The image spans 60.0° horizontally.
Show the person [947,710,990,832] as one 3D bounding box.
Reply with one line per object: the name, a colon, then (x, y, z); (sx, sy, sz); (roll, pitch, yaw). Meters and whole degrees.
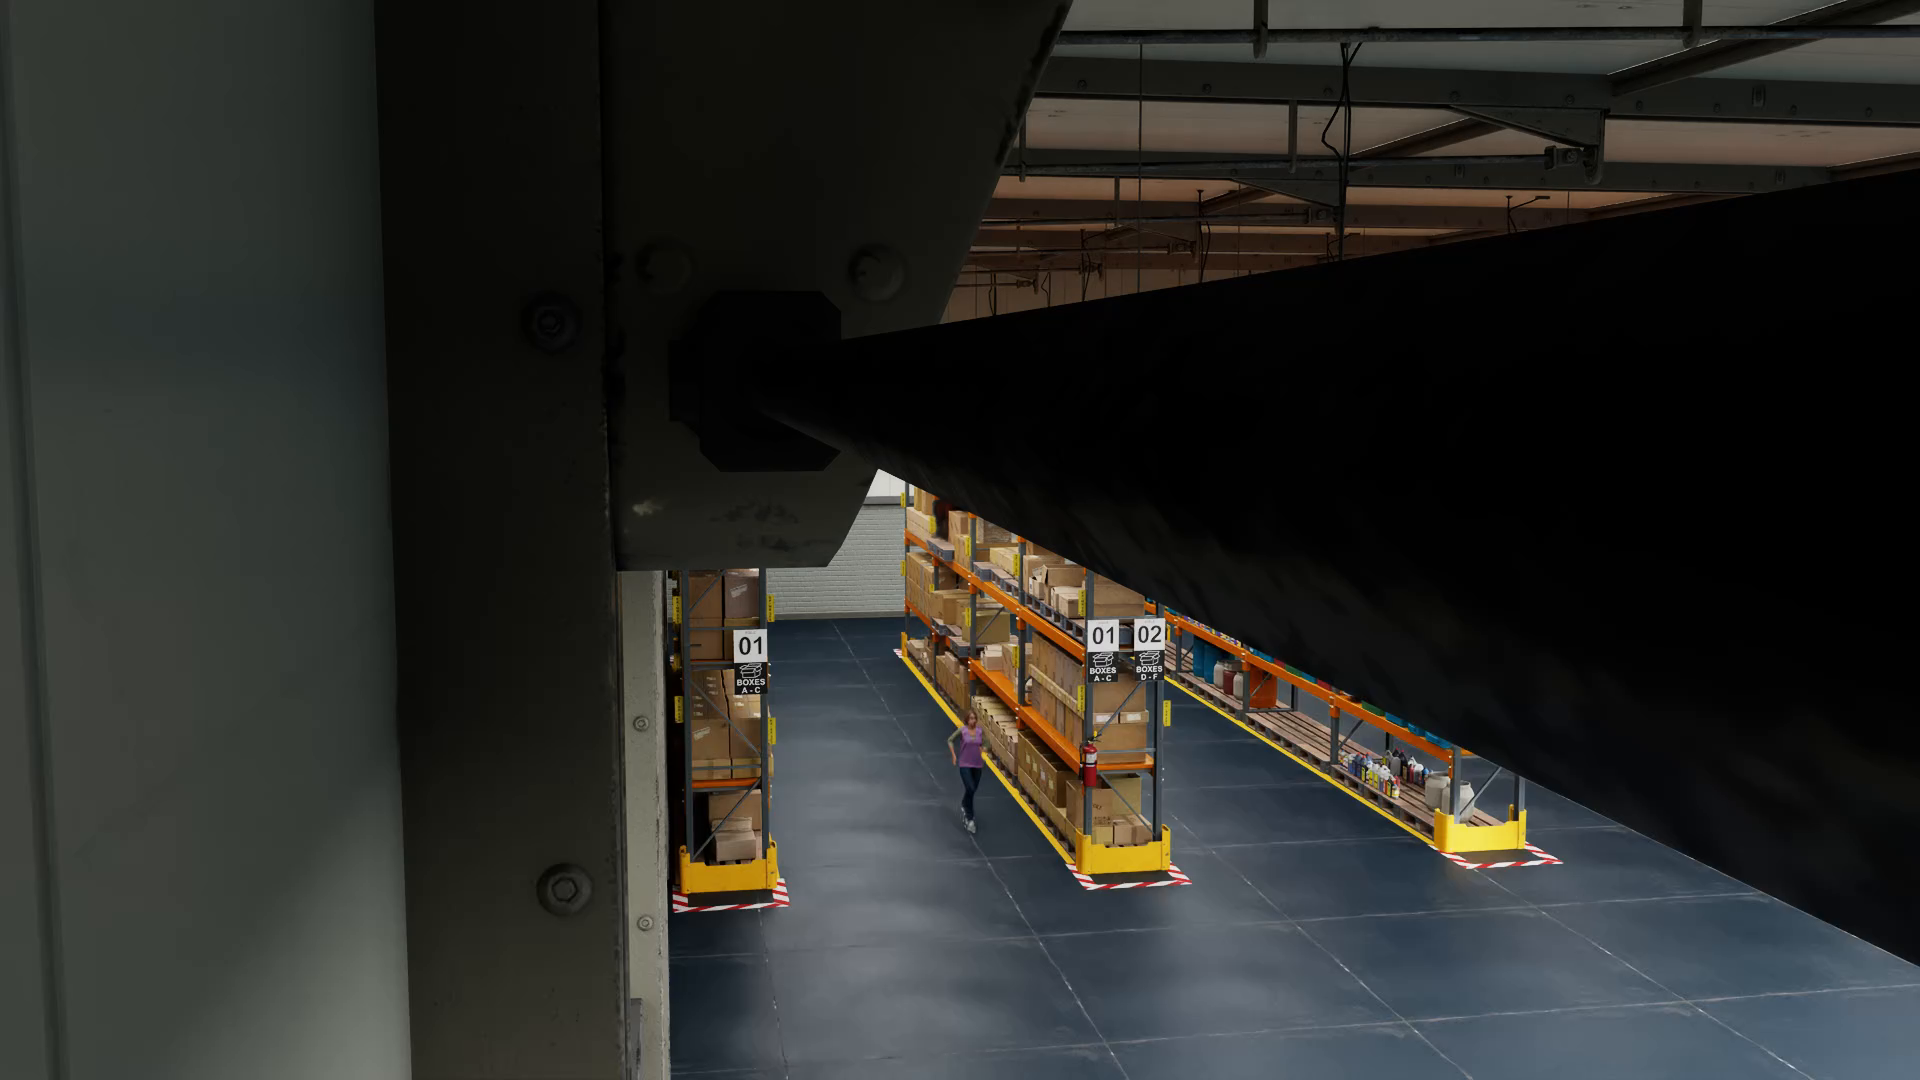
person: (0.137, 3.153, 22.950); (0.507, 1.646, 0.728); (-3, 6, -23)
